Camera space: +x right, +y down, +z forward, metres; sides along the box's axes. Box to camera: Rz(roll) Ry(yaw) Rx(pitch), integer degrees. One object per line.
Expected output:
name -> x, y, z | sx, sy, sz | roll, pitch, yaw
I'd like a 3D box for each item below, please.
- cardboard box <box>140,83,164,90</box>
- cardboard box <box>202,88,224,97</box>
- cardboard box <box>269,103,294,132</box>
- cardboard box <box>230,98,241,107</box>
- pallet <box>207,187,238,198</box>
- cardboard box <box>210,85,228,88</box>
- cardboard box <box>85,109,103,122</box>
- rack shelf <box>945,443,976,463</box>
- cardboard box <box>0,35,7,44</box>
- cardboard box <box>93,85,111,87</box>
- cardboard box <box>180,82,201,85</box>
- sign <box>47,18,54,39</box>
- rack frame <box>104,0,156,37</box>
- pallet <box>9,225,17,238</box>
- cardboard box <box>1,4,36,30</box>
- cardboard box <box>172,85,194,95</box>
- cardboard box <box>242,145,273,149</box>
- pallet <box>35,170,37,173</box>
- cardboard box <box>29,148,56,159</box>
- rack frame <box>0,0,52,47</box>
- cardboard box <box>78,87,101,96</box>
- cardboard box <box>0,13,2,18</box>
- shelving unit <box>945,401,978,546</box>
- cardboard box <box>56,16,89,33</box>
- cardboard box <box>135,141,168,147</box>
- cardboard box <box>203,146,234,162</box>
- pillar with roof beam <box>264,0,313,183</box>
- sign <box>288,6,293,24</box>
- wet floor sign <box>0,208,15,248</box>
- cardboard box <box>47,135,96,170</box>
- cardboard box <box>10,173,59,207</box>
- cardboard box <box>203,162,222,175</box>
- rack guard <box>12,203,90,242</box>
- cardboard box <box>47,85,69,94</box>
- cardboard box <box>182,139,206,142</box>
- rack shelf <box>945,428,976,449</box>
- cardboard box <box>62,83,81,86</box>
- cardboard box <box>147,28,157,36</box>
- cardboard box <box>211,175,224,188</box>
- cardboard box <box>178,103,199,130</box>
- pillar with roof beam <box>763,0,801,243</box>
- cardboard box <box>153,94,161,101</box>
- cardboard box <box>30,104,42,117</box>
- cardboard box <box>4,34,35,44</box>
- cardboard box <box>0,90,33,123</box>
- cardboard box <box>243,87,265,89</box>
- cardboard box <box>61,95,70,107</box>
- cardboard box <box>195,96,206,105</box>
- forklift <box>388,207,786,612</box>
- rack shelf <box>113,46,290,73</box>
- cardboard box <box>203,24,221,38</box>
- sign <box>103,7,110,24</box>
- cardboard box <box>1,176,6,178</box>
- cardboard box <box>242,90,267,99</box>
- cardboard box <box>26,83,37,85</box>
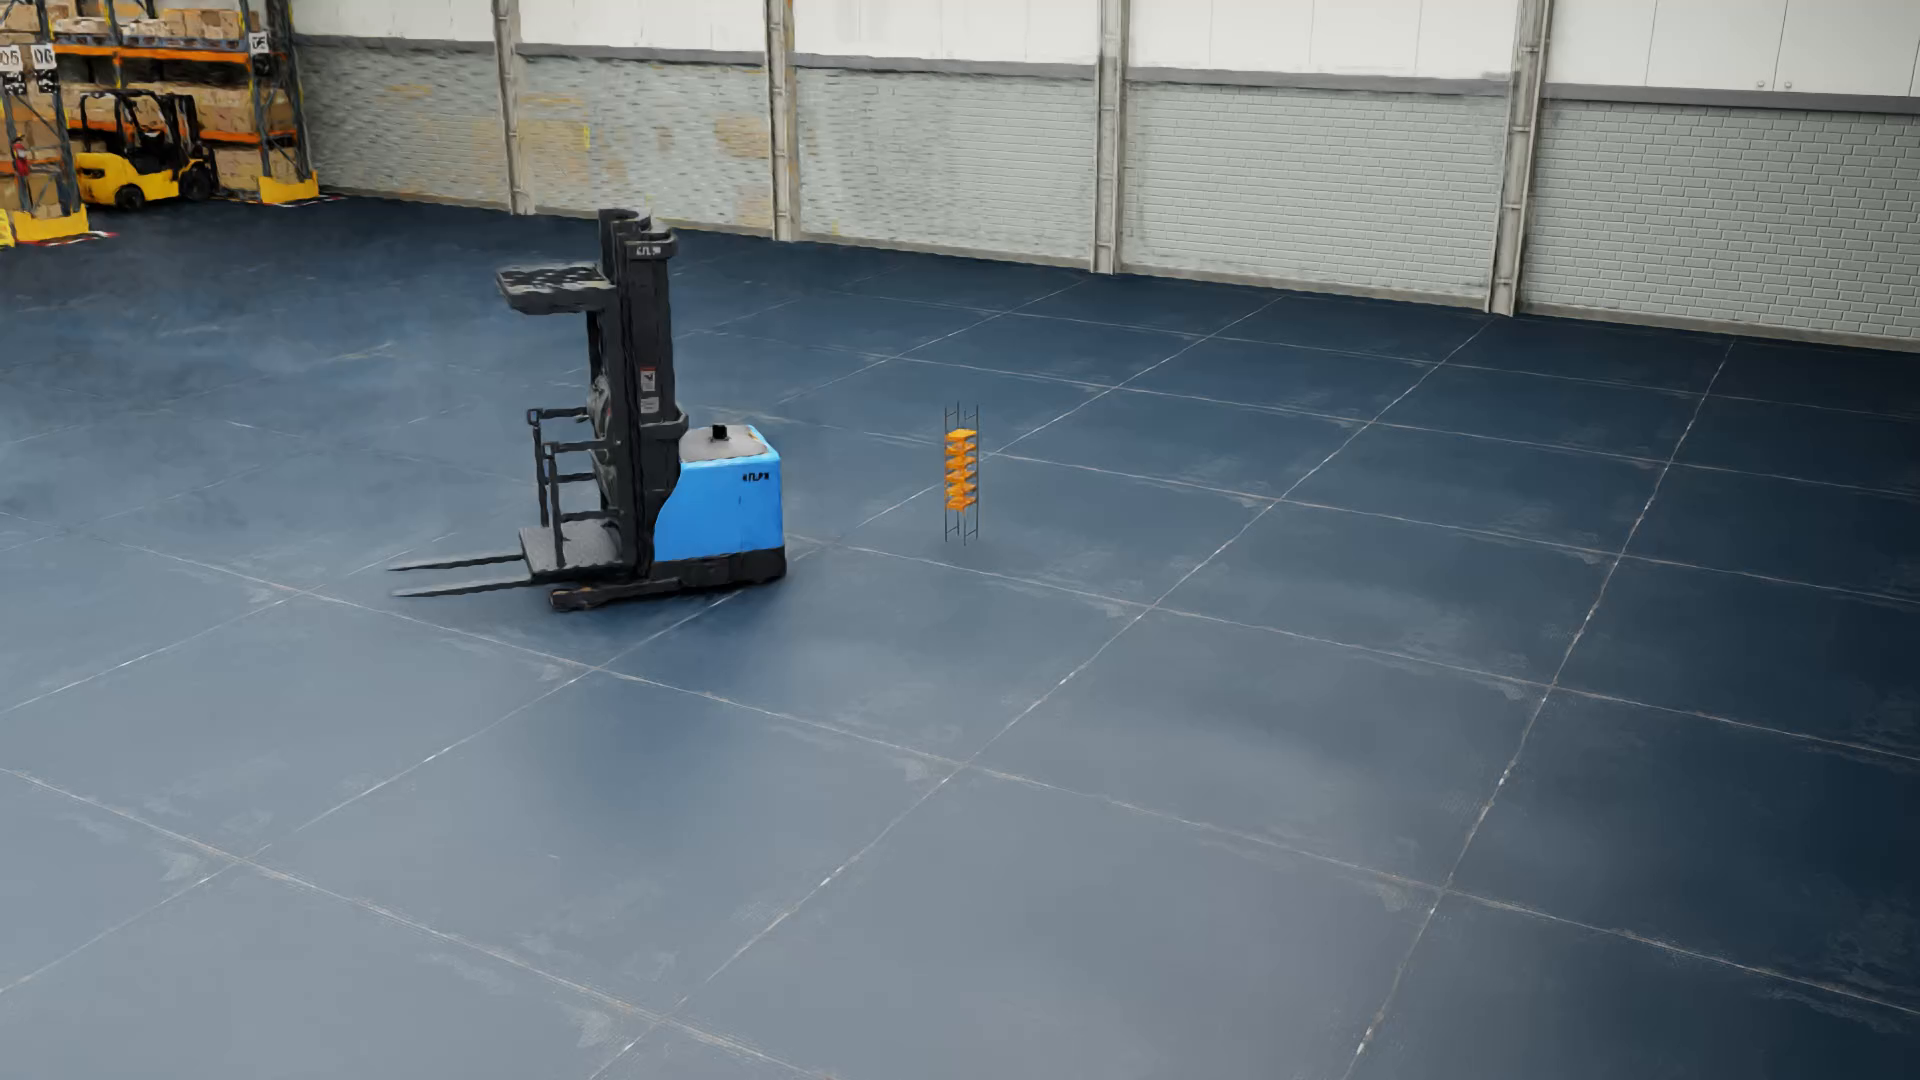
cardboard box -> -16.363, -9.170, 33.712 | 0.250, 0.149, 0.380 | 11, 23, 28
cardboard box -> -14.635, -8.796, 32.680 | 0.250, 0.149, 0.380 | 11, 23, 29
cardboard box -> -13.582, -8.378, 32.916 | 0.500, 0.500, 0.500 | 12, 23, 29
cardboard box -> -13.962, -8.526, 32.372 | 0.250, 0.149, 0.380 | 11, 23, 28
pallet -> -15.034, -7.173, 33.830 | 1.213, 0.211, 1.003 | 11, 23, 27
cardboard box -> -14.811, -9.043, 33.361 | 0.250, 0.149, 0.380 | 11, 23, 28
cardboard box -> -17.786, -8.848, 34.579 | 0.500, 0.250, 0.500 | 11, 22, 27
rack shelf -> 0.013, -0.745, 14.087 | 0.180, 0.103, 0.258 | 11, 23, 27
cardboard box -> -16.142, -8.323, 27.711 | 0.250, 0.149, 0.380 | 11, 23, 28
cardboard box -> -18.067, -9.533, 35.149 | 0.250, 0.149, 0.380 | 11, 22, 27
cardboard box -> -15.666, -9.243, 33.912 | 0.250, 0.149, 0.380 | 10, 22, 26
sign -> -15.438, -8.670, 28.187 | 0.005, 0.325, 0.100 | 11, 23, 27
rack frame -> -16.777, -11.651, 33.289 | 0.127, 3.000, 1.000 | 11, 23, 27
pallet -> -16.461, -5.535, 29.314 | 1.213, 0.211, 1.003 | 11, 23, 27
cardboard box -> -19.756, -11.005, 34.996 | 0.500, 0.500, 0.500 | 11, 23, 28
cardboard box -> -15.480, -8.991, 33.218 | 0.250, 0.149, 0.380 | 11, 23, 27
cardboard box -> -14.050, -7.759, 33.306 | 0.500, 0.250, 0.500 | 11, 23, 27
pallet -> -20.903, -8.321, 36.994 | 1.213, 0.211, 1.003 | 11, 23, 27
cardboard box -> -15.898, -6.688, 28.771 | 0.250, 0.149, 0.380 | 11, 23, 28
rack frame -> -15.703, -9.508, 27.379 | 0.127, 3.000, 1.000 | 11, 23, 27
cardboard box -> -18.098, -9.334, 34.601 | 0.250, 0.149, 0.380 | 10, 22, 26
cardboard box -> -20.663, -11.358, 36.077 | 0.250, 0.149, 0.380 | 11, 23, 28
shelving unit -> 0.013, -0.562, 14.154 | 0.189, 1.200, 0.258 | 11, 23, 27
cardboard box -> -18.198, -10.619, 34.210 | 0.500, 0.311, 0.500 | 10, 22, 25
cardboard box -> -16.508, -8.032, 34.059 | 0.500, 0.250, 0.500 | 10, 22, 26
cardboard box -> -14.733, -7.689, 33.112 | 0.500, 0.250, 0.500 | 11, 23, 28
pillar with roof beam -> -15.553, -10.089, 28.981 | 0.400, 9.000, 9.100 | 11, 23, 27
sign -> -13.009, -10.188, 32.257 | 0.005, 0.325, 0.100 | 11, 23, 27
wet floor sign -> -16.059, -5.231, 27.839 | 0.267, 0.644, 0.232 | -16, 26, -38
cardboard box -> -19.157, -8.363, 35.889 | 0.625, 0.625, 0.875 | 12, 23, 29
cardboard box -> -16.293, -6.165, 29.279 | 0.500, 0.500, 0.500 | 10, 22, 26
cardboard box -> -14.756, -7.460, 33.215 | 0.500, 0.250, 0.500 | 10, 22, 26
rack guard -> -15.769, -5.525, 28.864 | 0.348, 0.500, 1.175 | 11, 23, 27
cardboard box -> -19.003, -9.496, 35.047 | 0.250, 0.149, 0.380 | 11, 23, 28
cardboard box -> -15.804, -8.102, 34.252 | 0.500, 0.250, 0.500 | 10, 22, 27
rack shelf -> 0.013, -0.858, 14.046 | 0.180, 0.103, 0.258 | 11, 23, 27
cardboard box -> -18.969, -9.696, 35.599 | 0.250, 0.149, 0.380 | 11, 22, 27
cardboard box -> -15.863, -10.075, 32.947 | 0.250, 0.149, 0.380 | 12, 23, 29
cardboard box -> -14.711, -7.226, 33.304 | 0.500, 0.250, 0.500 | 11, 23, 28
cardboard box -> -15.183, -8.471, 33.172 | 0.500, 0.500, 0.500 | 11, 23, 28
pillar with roof beam -> -5.077, -8.093, 23.479 | 0.400, 9.000, 9.100 | 11, 23, 27
cardboard box -> -15.980, -8.911, 33.434 | 0.250, 0.149, 0.380 | 11, 23, 28
cardboard box -> -19.564, -9.194, 35.532 | 0.500, 0.250, 0.500 | 10, 22, 26
cardboard box -> -15.913, -8.474, 28.128 | 0.250, 0.149, 0.380 | 11, 22, 27
cardboard box -> -16.255, -7.364, 28.219 | 0.500, 0.500, 0.700 | 10, 22, 26
cardboard box -> -13.924, -8.870, 32.886 | 0.250, 0.149, 0.380 | 11, 23, 28
cardboard box -> -18.658, -9.261, 34.983 | 0.500, 0.250, 0.500 | 11, 23, 28
cardboard box -> -14.856, -8.698, 32.847 | 0.250, 0.149, 0.380 | 11, 23, 28
forklift -> -2.980, -1.024, 12.889 | 3.031, 2.935, 1.130 | -7, 21, -19
rack shelf -> -15.031, -9.570, 33.006 | 4.000, 0.370, 1.077 | 11, 23, 27
cardboard box -> -14.378, -9.847, 32.148 | 0.258, 0.266, 0.396 | 11, 23, 27
sign -> -17.033, -10.469, 33.209 | 0.005, 0.325, 0.100 | 11, 23, 27
cardboard box -> -16.986, -6.086, 29.062 | 0.500, 0.500, 0.500 | 12, 23, 29
cardboard box -> -13.701, -8.654, 32.291 | 0.250, 0.149, 0.380 | 11, 23, 27
cardboard box -> -19.901, -9.664, 35.509 | 0.250, 0.149, 0.380 | 11, 23, 28
